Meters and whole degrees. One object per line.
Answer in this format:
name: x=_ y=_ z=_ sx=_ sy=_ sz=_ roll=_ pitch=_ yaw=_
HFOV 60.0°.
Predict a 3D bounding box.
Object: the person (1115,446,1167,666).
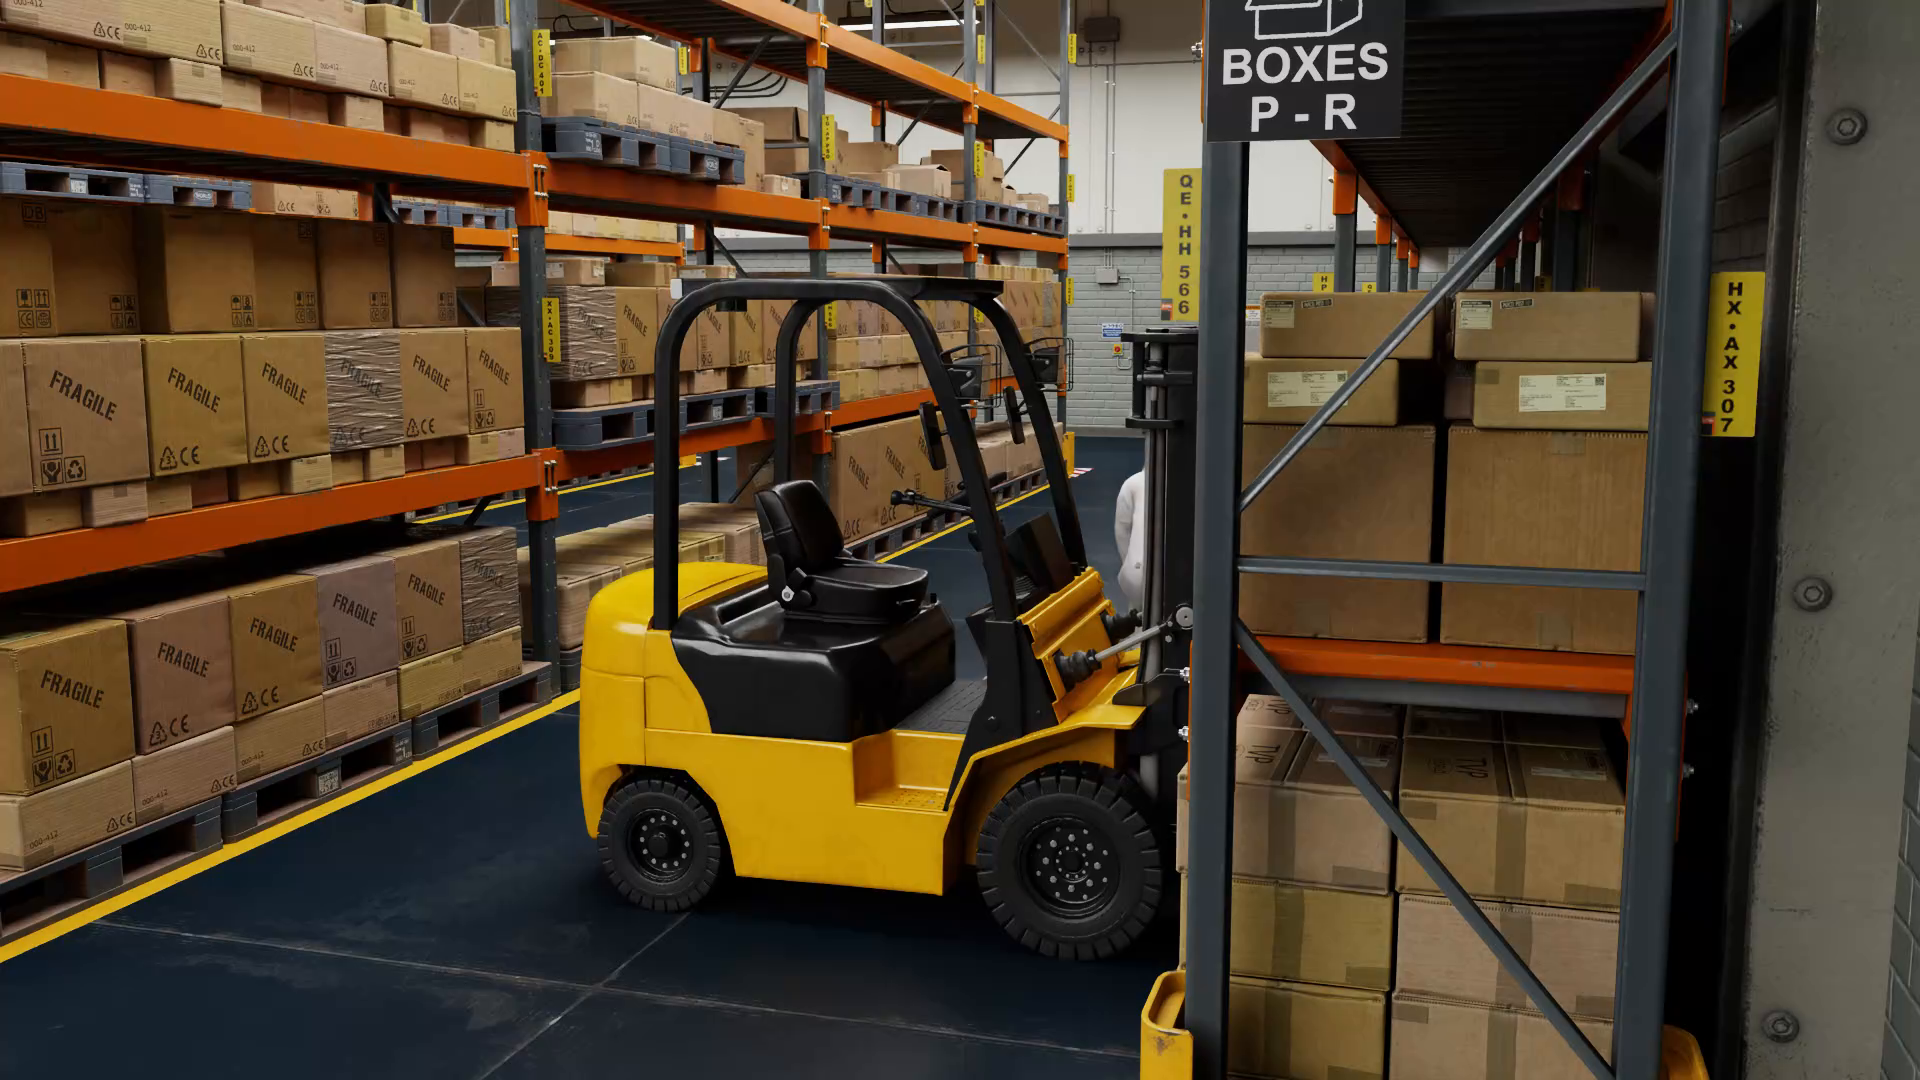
person: x=1.142 y=0.132 z=9.232 sx=0.632 sy=1.277 sz=0.787 roll=2 pitch=9 yaw=17
